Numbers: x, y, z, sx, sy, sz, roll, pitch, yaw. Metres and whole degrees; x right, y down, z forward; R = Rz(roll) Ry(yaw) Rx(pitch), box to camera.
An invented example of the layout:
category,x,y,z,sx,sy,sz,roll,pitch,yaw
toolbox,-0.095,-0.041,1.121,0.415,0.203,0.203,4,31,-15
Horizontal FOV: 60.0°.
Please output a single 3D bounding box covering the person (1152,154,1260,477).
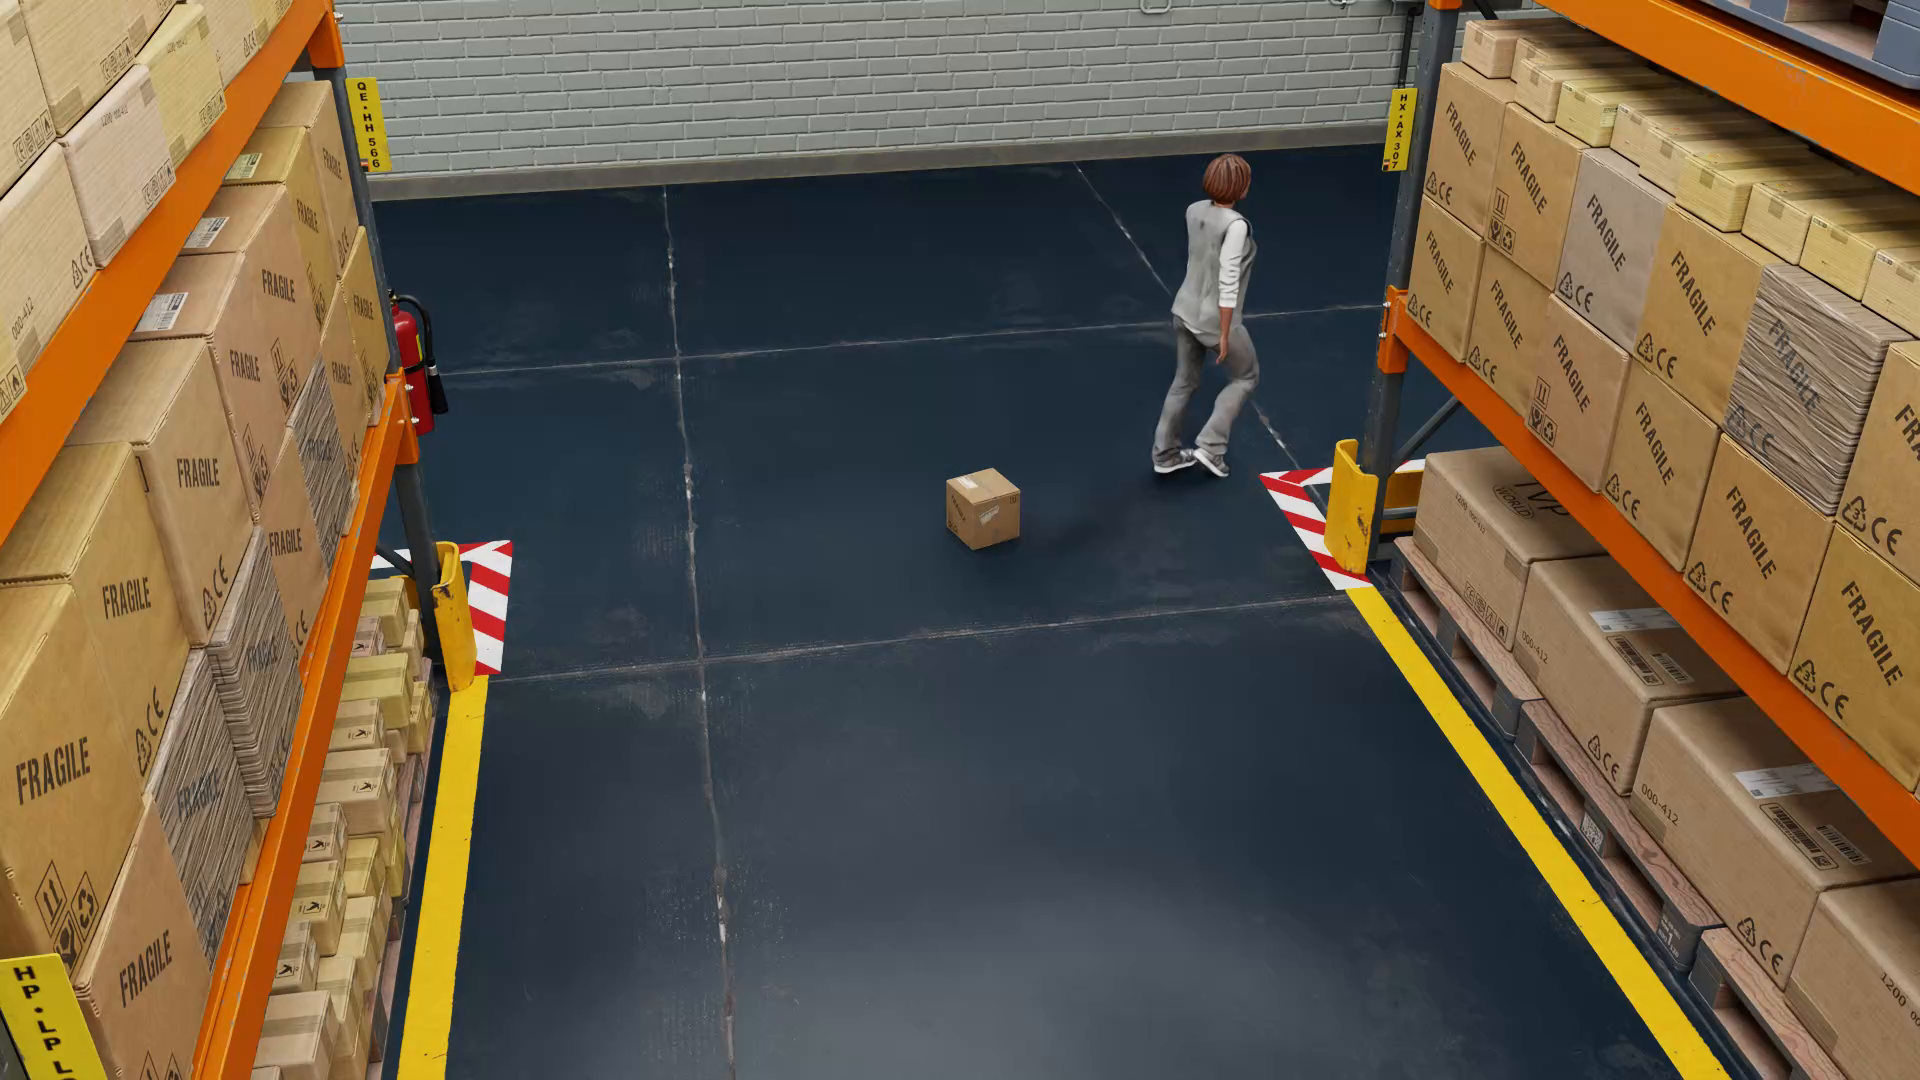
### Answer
category,x,y,z,sx,sy,sz,roll,pitch,yaw
person,1.174,-1.014,7.806,0.478,1.615,0.466,-17,35,-26
